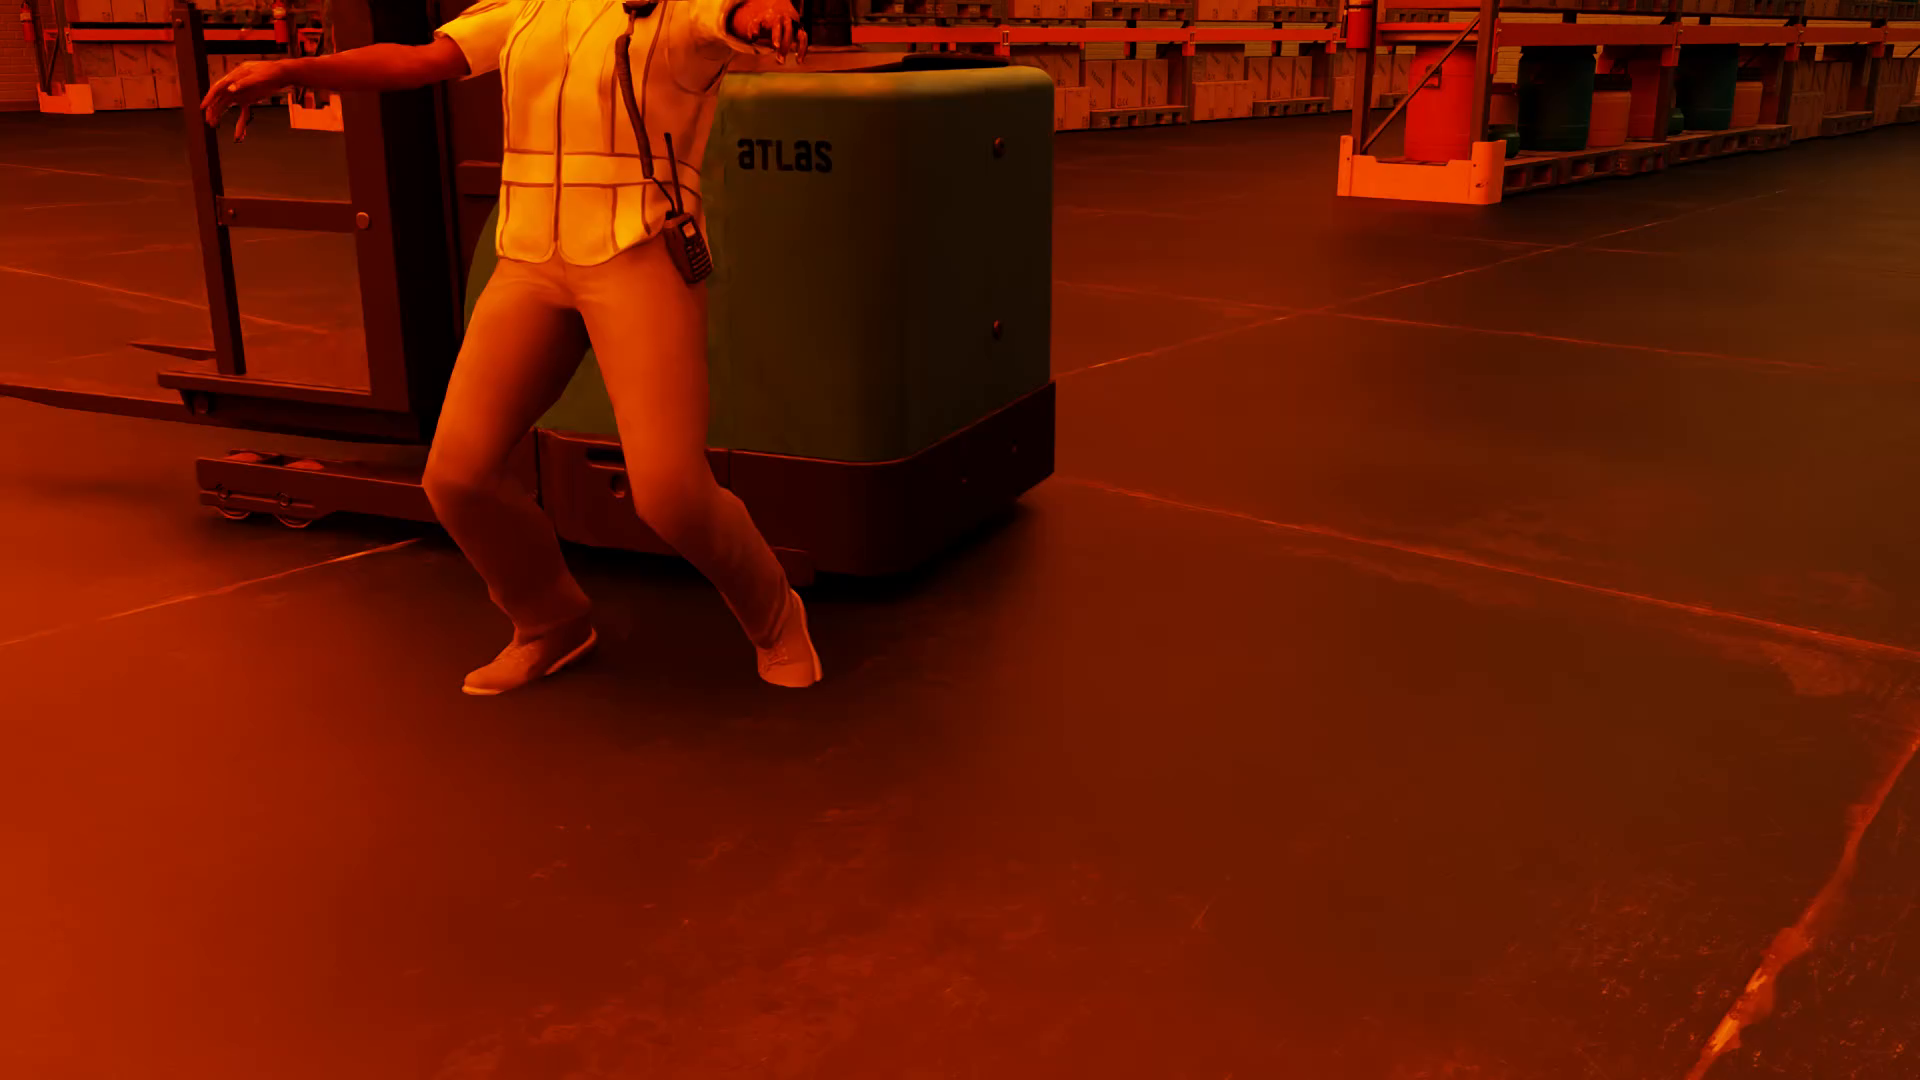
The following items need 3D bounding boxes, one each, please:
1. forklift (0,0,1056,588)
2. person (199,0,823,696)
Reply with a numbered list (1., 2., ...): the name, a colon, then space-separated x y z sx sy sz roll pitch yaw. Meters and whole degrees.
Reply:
1. forklift: -1.323 -1.562 4.040 3.031 2.935 1.130 7 18 22
2. person: -0.597 -0.414 2.844 1.016 1.596 0.751 7 18 22
